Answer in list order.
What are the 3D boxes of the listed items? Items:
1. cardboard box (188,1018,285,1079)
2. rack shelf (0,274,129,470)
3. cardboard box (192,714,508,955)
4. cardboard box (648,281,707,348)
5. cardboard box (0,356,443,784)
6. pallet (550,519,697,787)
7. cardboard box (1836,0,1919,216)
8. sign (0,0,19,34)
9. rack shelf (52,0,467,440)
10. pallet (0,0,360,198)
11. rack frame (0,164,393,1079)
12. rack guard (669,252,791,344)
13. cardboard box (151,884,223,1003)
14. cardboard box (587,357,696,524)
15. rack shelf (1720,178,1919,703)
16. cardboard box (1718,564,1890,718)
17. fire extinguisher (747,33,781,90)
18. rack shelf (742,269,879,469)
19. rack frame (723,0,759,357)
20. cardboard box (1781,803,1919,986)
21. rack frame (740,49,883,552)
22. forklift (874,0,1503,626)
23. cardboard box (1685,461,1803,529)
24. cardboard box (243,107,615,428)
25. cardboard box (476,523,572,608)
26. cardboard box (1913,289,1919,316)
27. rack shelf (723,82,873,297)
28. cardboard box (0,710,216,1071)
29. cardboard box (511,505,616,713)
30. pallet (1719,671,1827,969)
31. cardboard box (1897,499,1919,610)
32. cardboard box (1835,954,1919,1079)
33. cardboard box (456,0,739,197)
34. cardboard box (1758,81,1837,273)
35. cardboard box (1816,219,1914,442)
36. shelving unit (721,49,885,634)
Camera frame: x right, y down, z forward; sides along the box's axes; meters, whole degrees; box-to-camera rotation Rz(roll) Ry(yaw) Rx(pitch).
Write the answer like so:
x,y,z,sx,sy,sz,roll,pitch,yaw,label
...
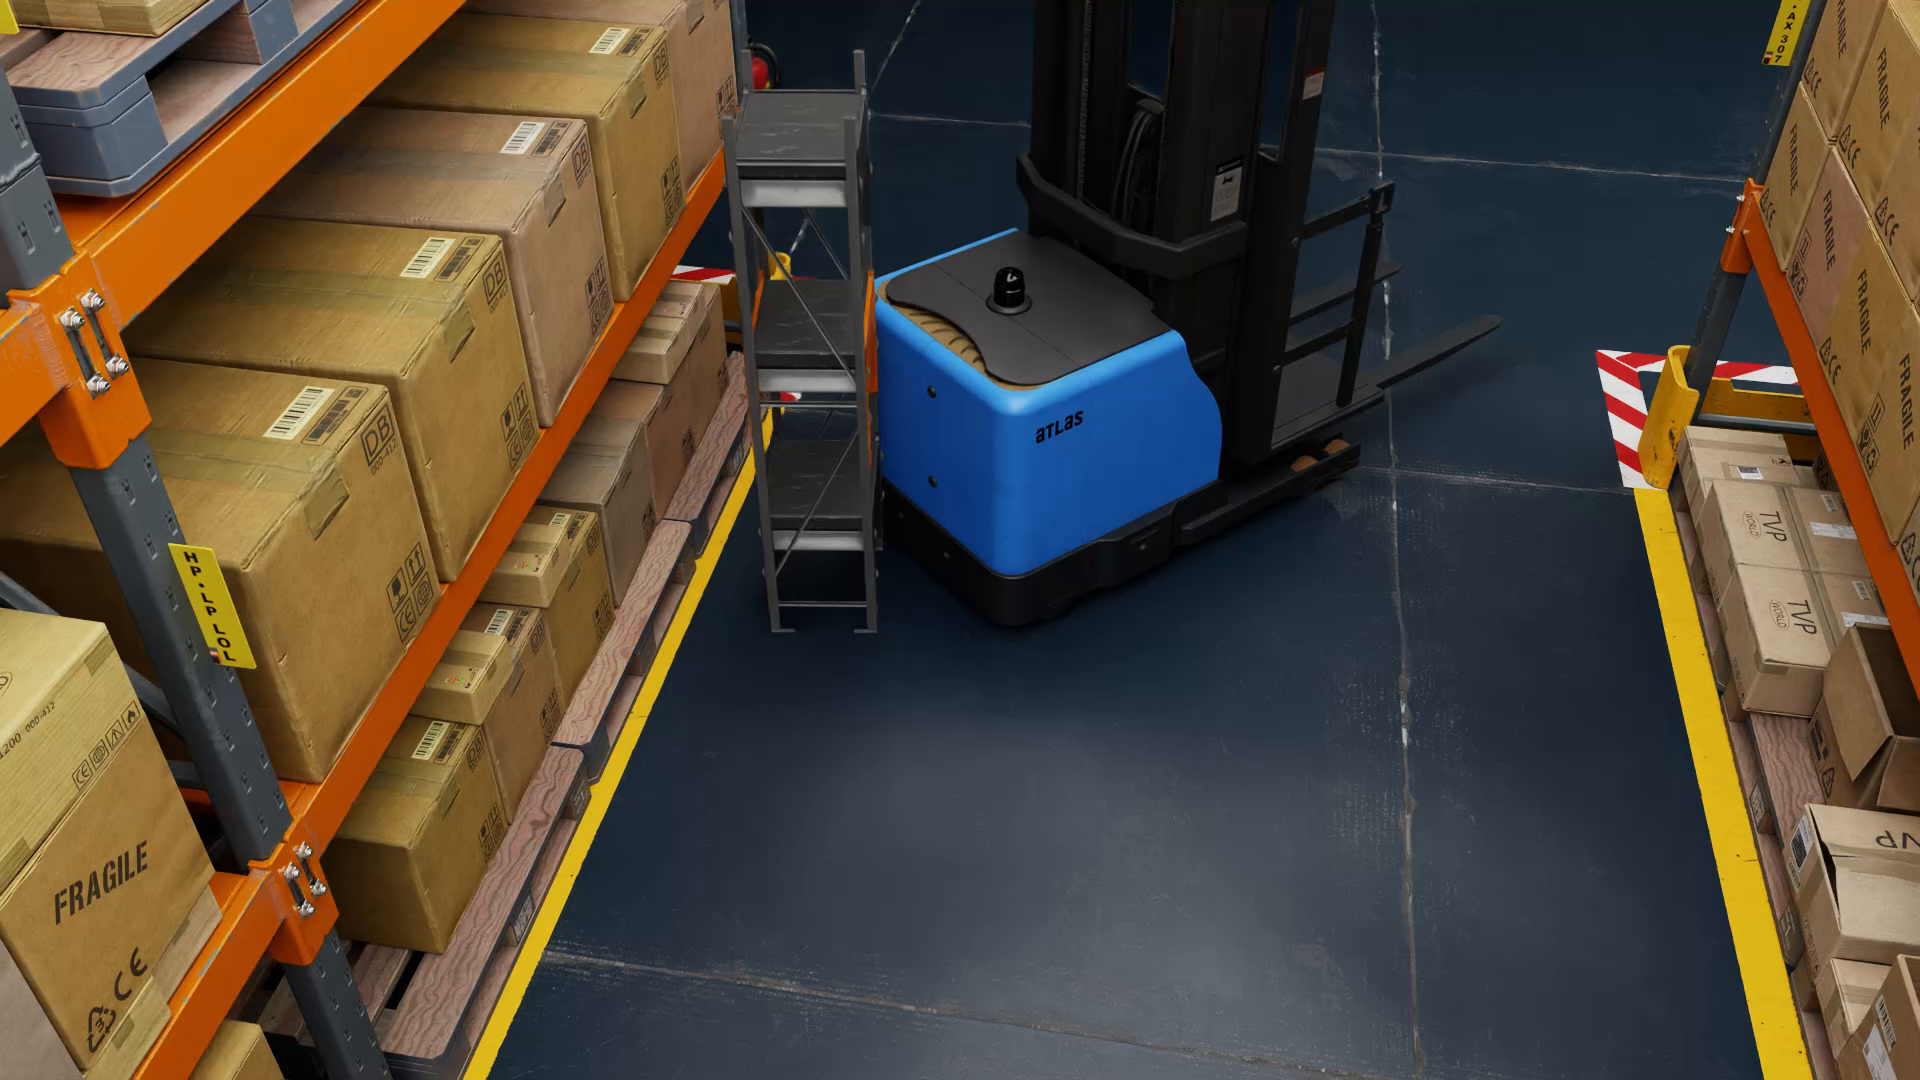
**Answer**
x,y,z,sx,sy,sz,roll,pitch,yaw,label
-2.042,1.589,3.832,0.750,0.750,0.750,7,40,8,cardboard box
-2.404,0.876,1.547,1.077,0.370,4.000,6,40,8,rack shelf
-1.827,0.843,5.008,0.700,0.500,0.500,7,40,8,cardboard box
-1.231,-0.908,6.617,0.380,0.149,0.250,6,40,7,cardboard box
-1.948,0.046,4.105,0.980,0.700,0.700,7,40,8,cardboard box
-1.640,0.338,6.175,1.003,0.211,1.213,6,40,8,pallet
3.095,-1.312,5.120,0.500,0.500,0.500,7,40,8,cardboard box
-1.521,-0.923,2.505,0.100,0.325,0.005,6,40,8,sign
-1.711,-1.634,4.583,1.077,0.370,4.000,6,40,8,rack shelf
-1.906,-1.134,3.483,1.003,0.211,1.213,6,40,8,pallet
-2.058,0.500,3.791,1.000,3.000,0.127,6,40,8,rack frame
-1.361,-1.062,7.642,1.175,0.500,0.348,6,40,8,rack guard
-1.837,0.832,3.571,0.380,0.149,0.250,7,40,8,cardboard box
-1.475,-0.444,6.566,0.700,0.500,0.500,6,40,8,cardboard box
3.168,0.066,4.881,1.077,0.370,4.000,6,40,8,rack shelf
2.968,0.361,5.772,0.500,0.250,0.500,6,40,8,cardboard box
-0.885,-1.881,7.024,0.296,0.674,0.183,6,40,8,fire extinguisher
-0.512,-0.603,5.852,0.431,0.518,0.480,0,40,1,rack shelf
-1.365,-2.010,6.828,1.000,3.000,0.127,6,40,8,rack frame
2.771,1.051,4.890,0.500,0.311,0.500,6,40,8,cardboard box
-0.509,-0.769,6.032,0.400,2.100,0.015,0,40,1,rack frame
1.076,-1.564,6.342,3.031,2.935,1.130,-25,46,-27,forklift
3.060,-0.162,6.471,0.380,0.166,0.250,6,40,8,cardboard box
-1.700,-0.870,5.212,0.980,0.700,0.700,5,40,6,cardboard box
-1.498,0.071,5.433,0.380,0.149,0.250,5,40,6,cardboard box
2.916,-0.680,4.355,0.500,0.500,0.500,6,40,7,cardboard box
-0.512,-1.142,5.406,0.431,0.518,0.480,0,40,1,rack shelf
-1.889,0.657,3.274,0.500,0.500,0.500,6,40,7,cardboard box
-1.646,0.207,5.778,0.700,0.500,0.500,7,40,9,cardboard box
3.151,0.920,5.472,1.003,0.211,1.213,6,40,8,pallet
2.830,0.017,4.297,0.500,0.500,0.500,7,40,9,cardboard box
2.641,1.449,4.260,0.500,0.500,0.500,6,40,8,cardboard box
-1.444,-1.805,6.343,0.980,0.700,0.700,8,40,10,cardboard box
3.178,-1.256,5.836,0.500,0.500,0.500,7,40,9,cardboard box
3.004,-0.617,5.063,0.500,0.500,0.500,6,40,8,cardboard box
-0.512,-0.613,5.844,0.431,2.100,0.503,0,40,1,shelving unit
